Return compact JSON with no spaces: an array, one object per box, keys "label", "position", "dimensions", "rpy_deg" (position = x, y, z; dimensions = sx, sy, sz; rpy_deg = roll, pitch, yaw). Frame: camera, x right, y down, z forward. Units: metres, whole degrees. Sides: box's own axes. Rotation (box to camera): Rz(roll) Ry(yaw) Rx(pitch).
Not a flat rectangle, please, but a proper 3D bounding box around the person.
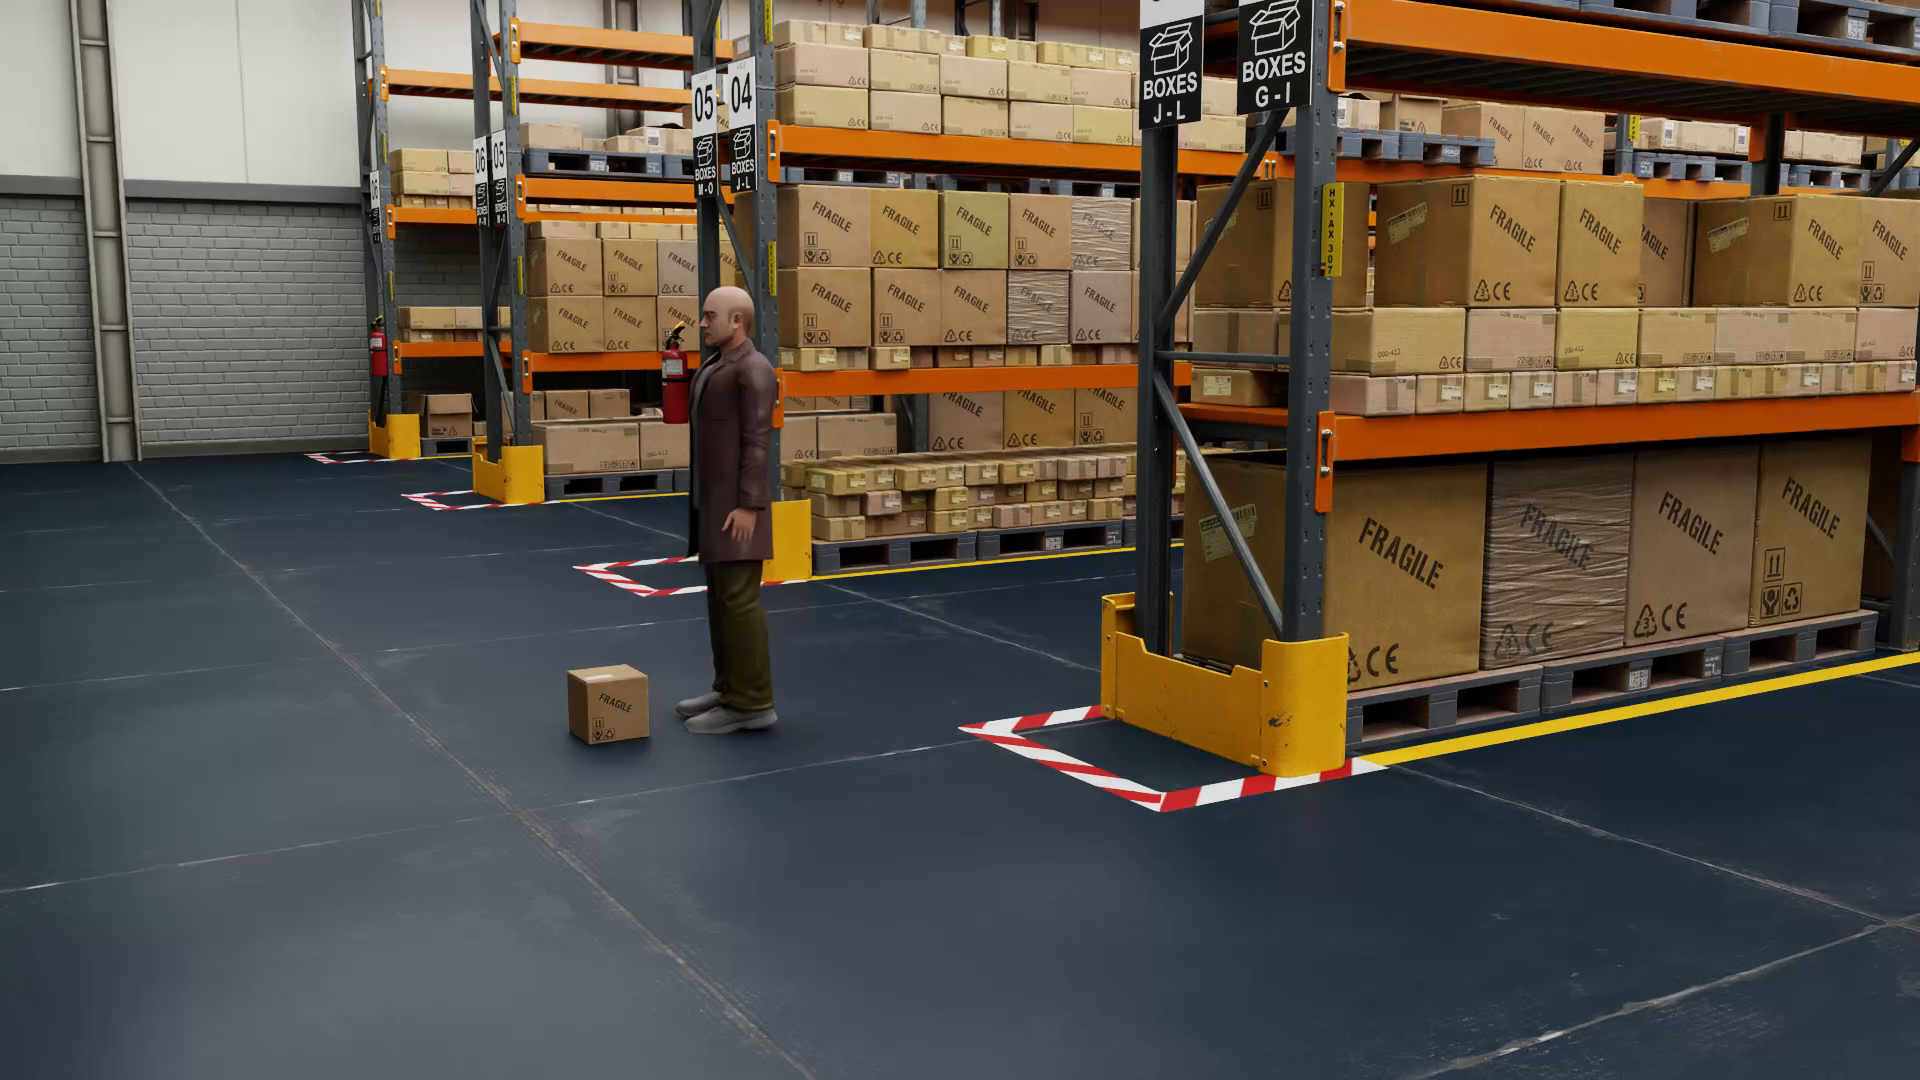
[{"label":"person","position":[-0.993,-0.134,6.827],"dimensions":[0.410,1.796,0.624],"rpy_deg":[-4,9,-26]}]
